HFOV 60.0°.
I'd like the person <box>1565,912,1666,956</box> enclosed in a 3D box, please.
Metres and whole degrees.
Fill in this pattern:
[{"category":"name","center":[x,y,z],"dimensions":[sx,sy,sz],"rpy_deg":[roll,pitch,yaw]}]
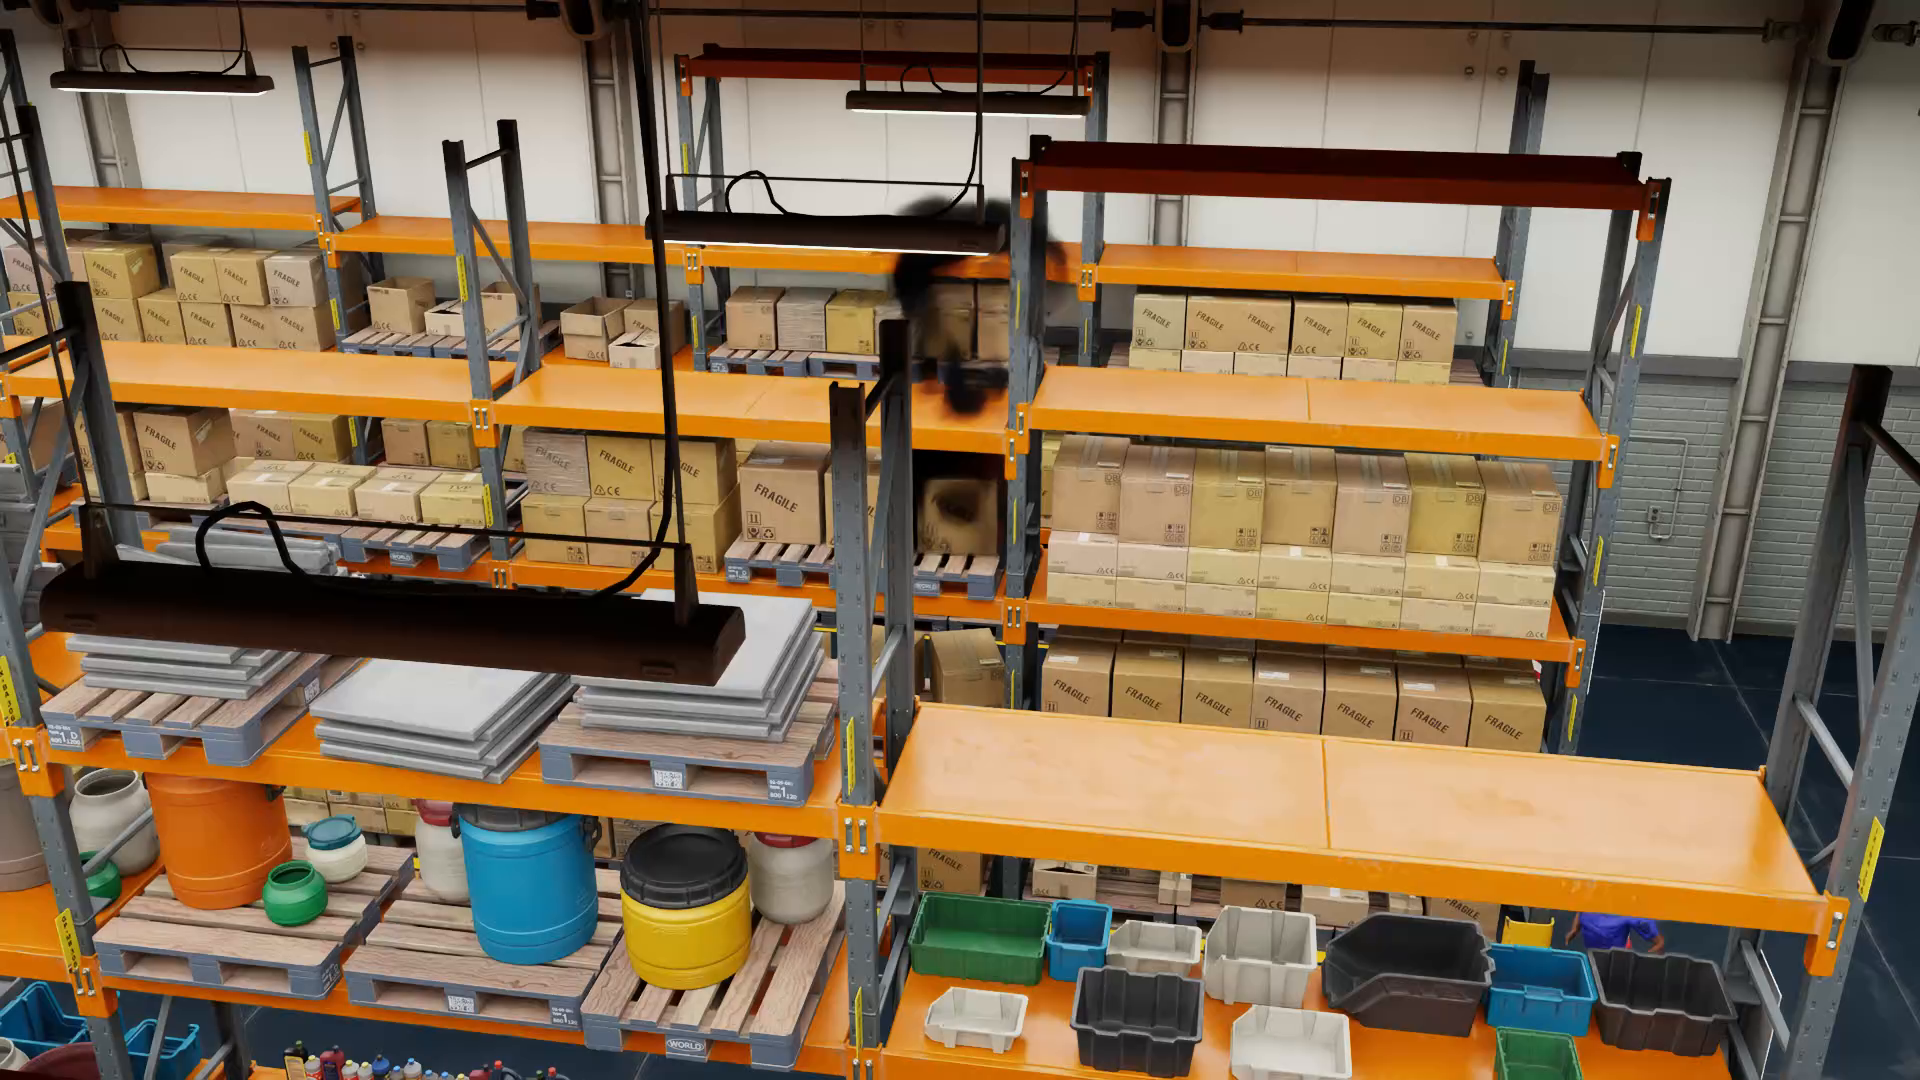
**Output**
[{"category":"person","center":[4.406,2.940,11.343],"dimensions":[0.822,1.692,0.578],"rpy_deg":[-4,23,-10]}]

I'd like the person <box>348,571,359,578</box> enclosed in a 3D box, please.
[{"category":"person","center":[-5.743,0.928,15.831],"dimensions":[0.948,1.783,0.645],"rpy_deg":[-1,23,-3]}]
